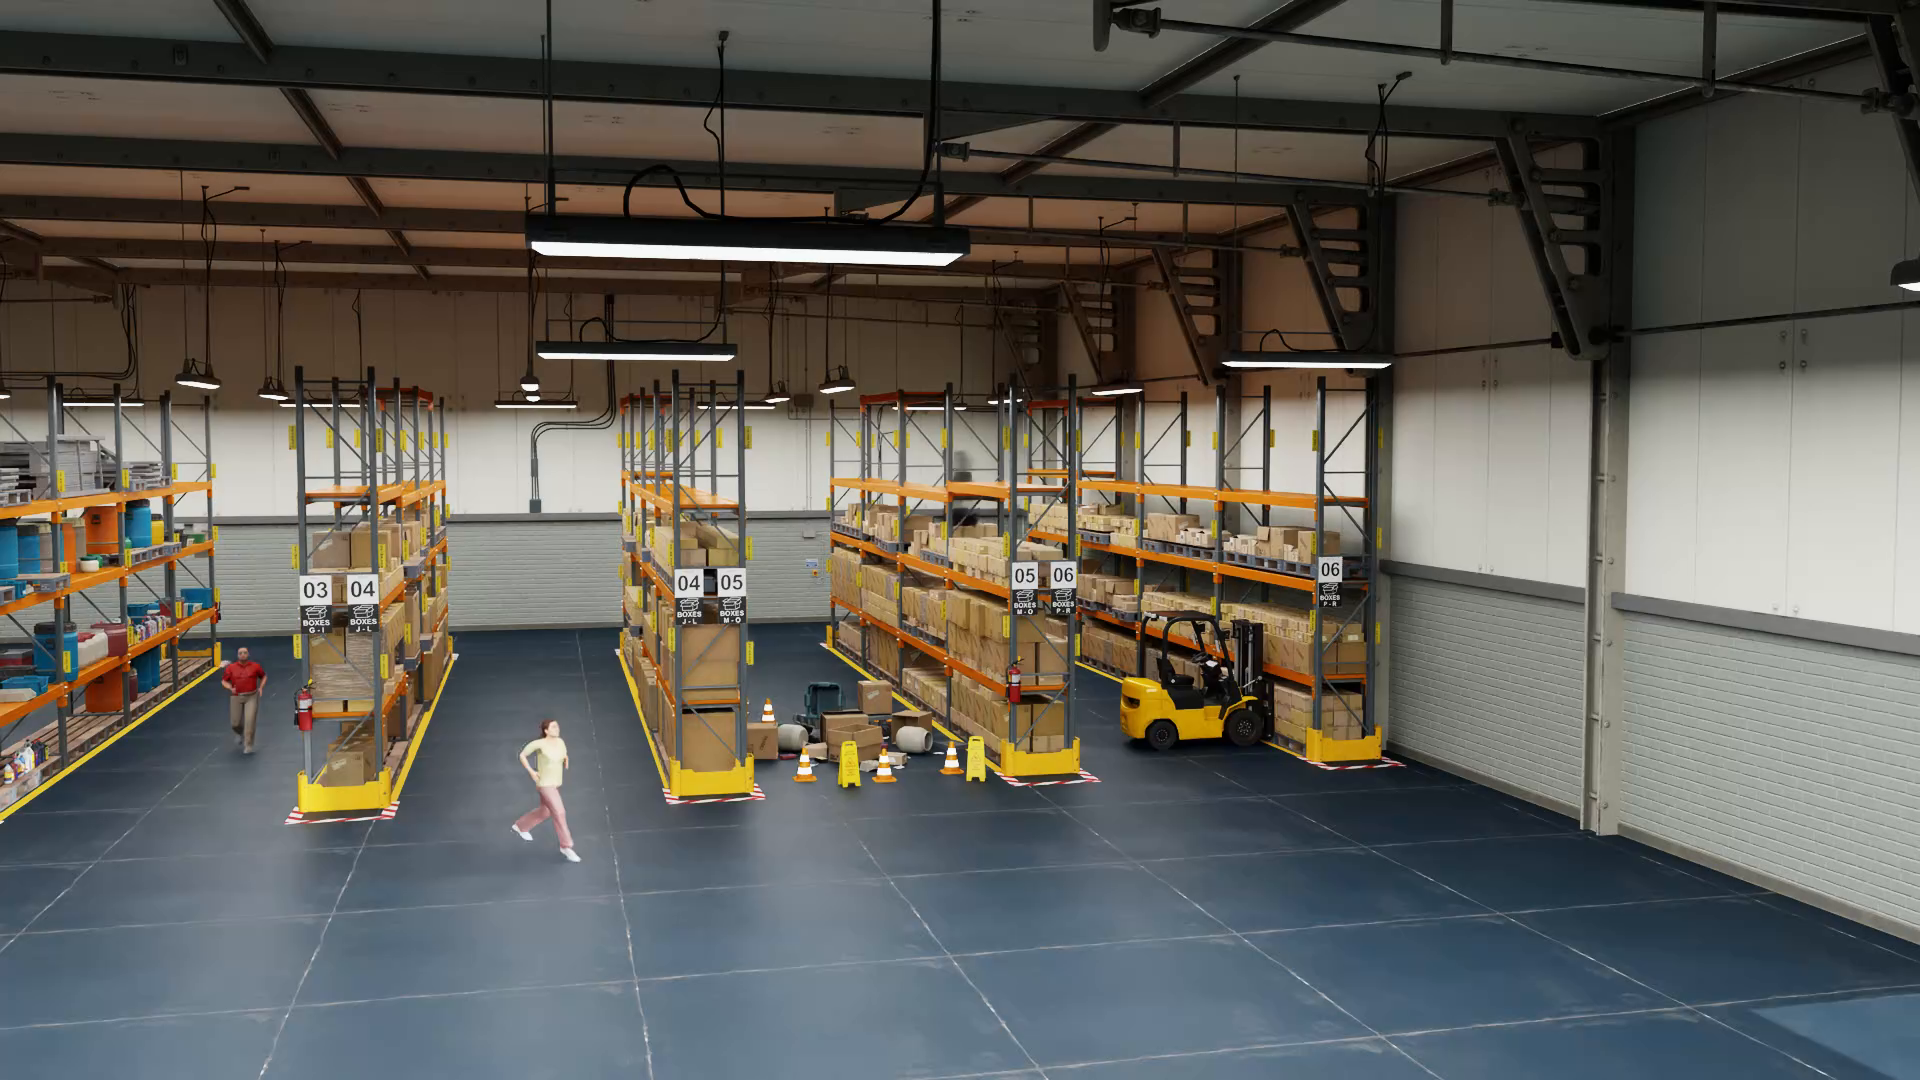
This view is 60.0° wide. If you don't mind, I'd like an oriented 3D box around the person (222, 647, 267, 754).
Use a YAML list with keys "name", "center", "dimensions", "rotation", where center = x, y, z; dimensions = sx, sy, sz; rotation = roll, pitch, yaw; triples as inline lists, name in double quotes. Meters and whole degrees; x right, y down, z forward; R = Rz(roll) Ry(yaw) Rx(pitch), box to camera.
- name: "person"
  center: [-11.510, 2.564, 26.764]
  dimensions: [0.671, 1.673, 0.782]
  rotation: [-1, 4, -21]

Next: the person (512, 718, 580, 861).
- name: "person"
  center: [-4.985, 2.982, 20.089]
  dimensions: [1.071, 1.704, 0.542]
  rotation: [2, 4, 25]
